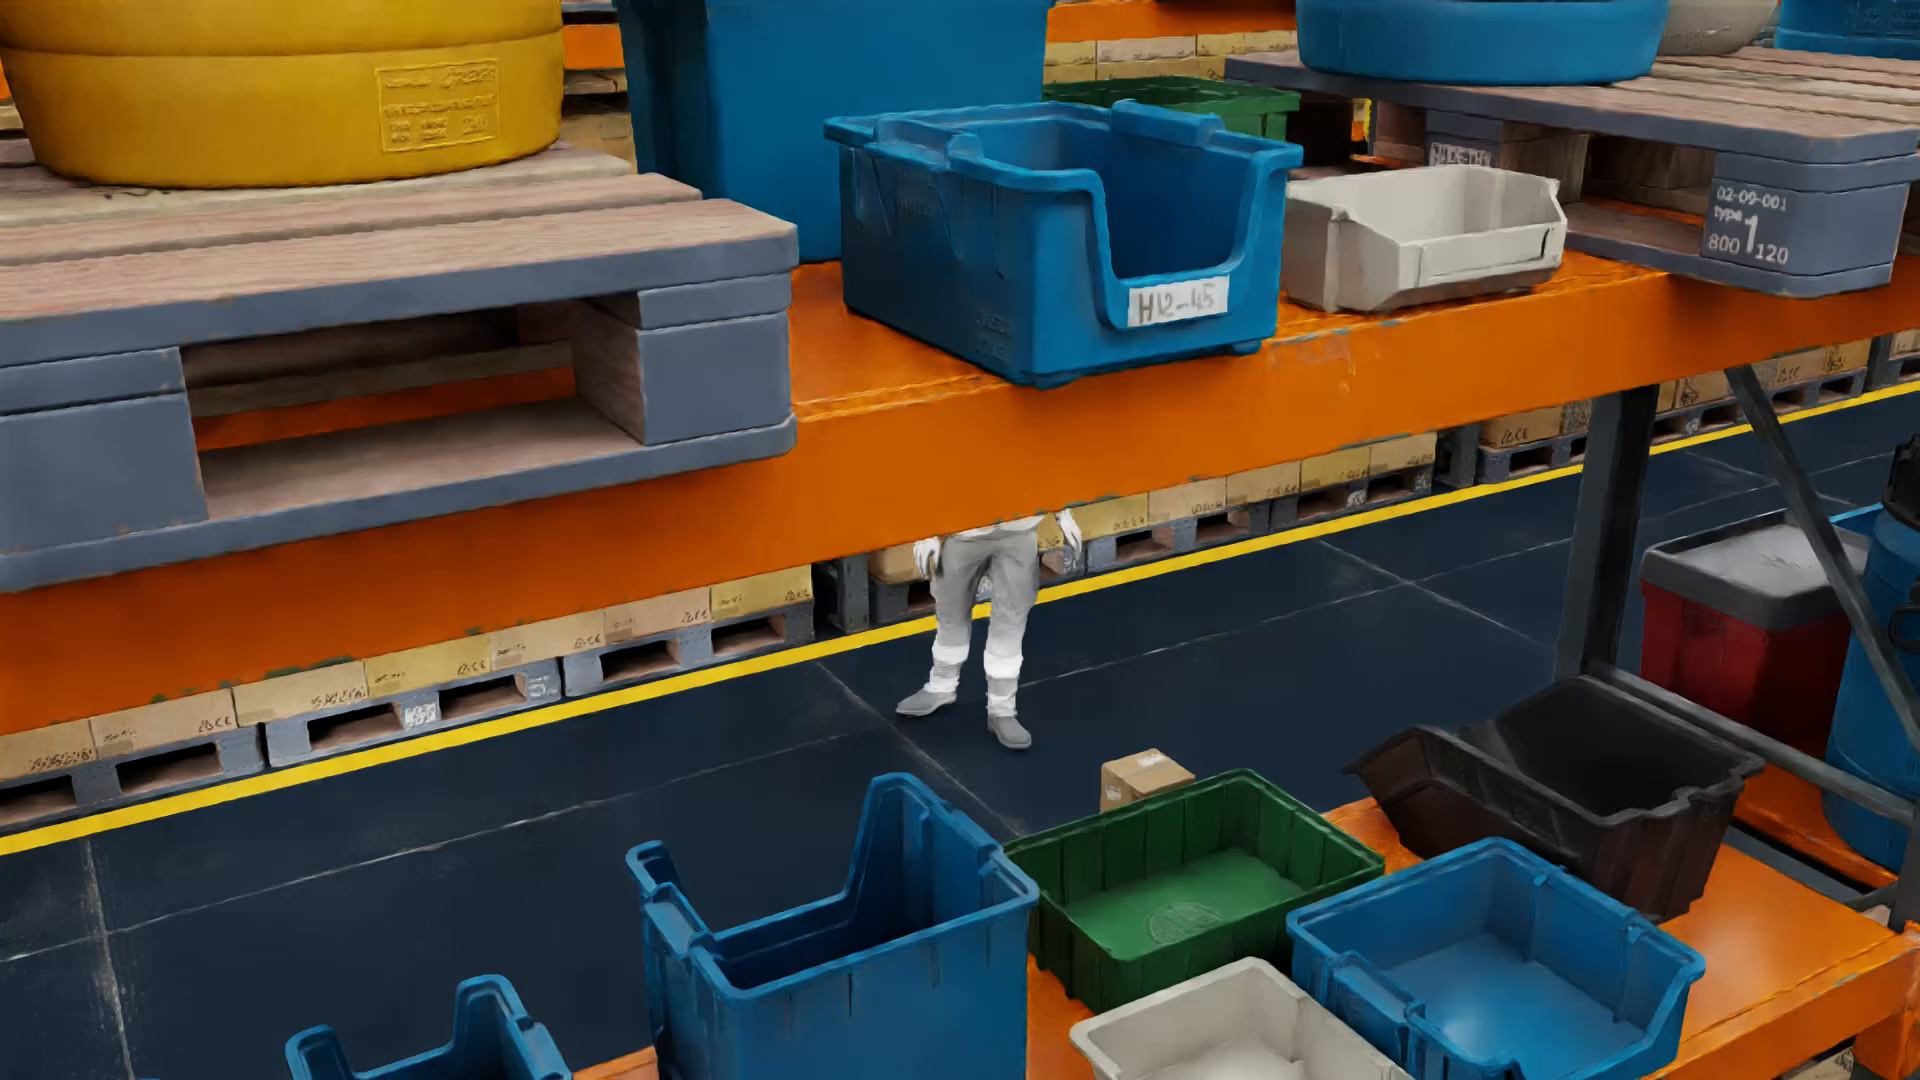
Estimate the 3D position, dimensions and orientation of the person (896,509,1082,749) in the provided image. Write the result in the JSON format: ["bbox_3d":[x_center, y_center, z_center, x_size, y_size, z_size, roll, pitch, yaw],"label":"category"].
[{"bbox_3d":[0.118,-0.052,6.670,0.752,1.786,0.536,-4,22,-9],"label":"person"}]
